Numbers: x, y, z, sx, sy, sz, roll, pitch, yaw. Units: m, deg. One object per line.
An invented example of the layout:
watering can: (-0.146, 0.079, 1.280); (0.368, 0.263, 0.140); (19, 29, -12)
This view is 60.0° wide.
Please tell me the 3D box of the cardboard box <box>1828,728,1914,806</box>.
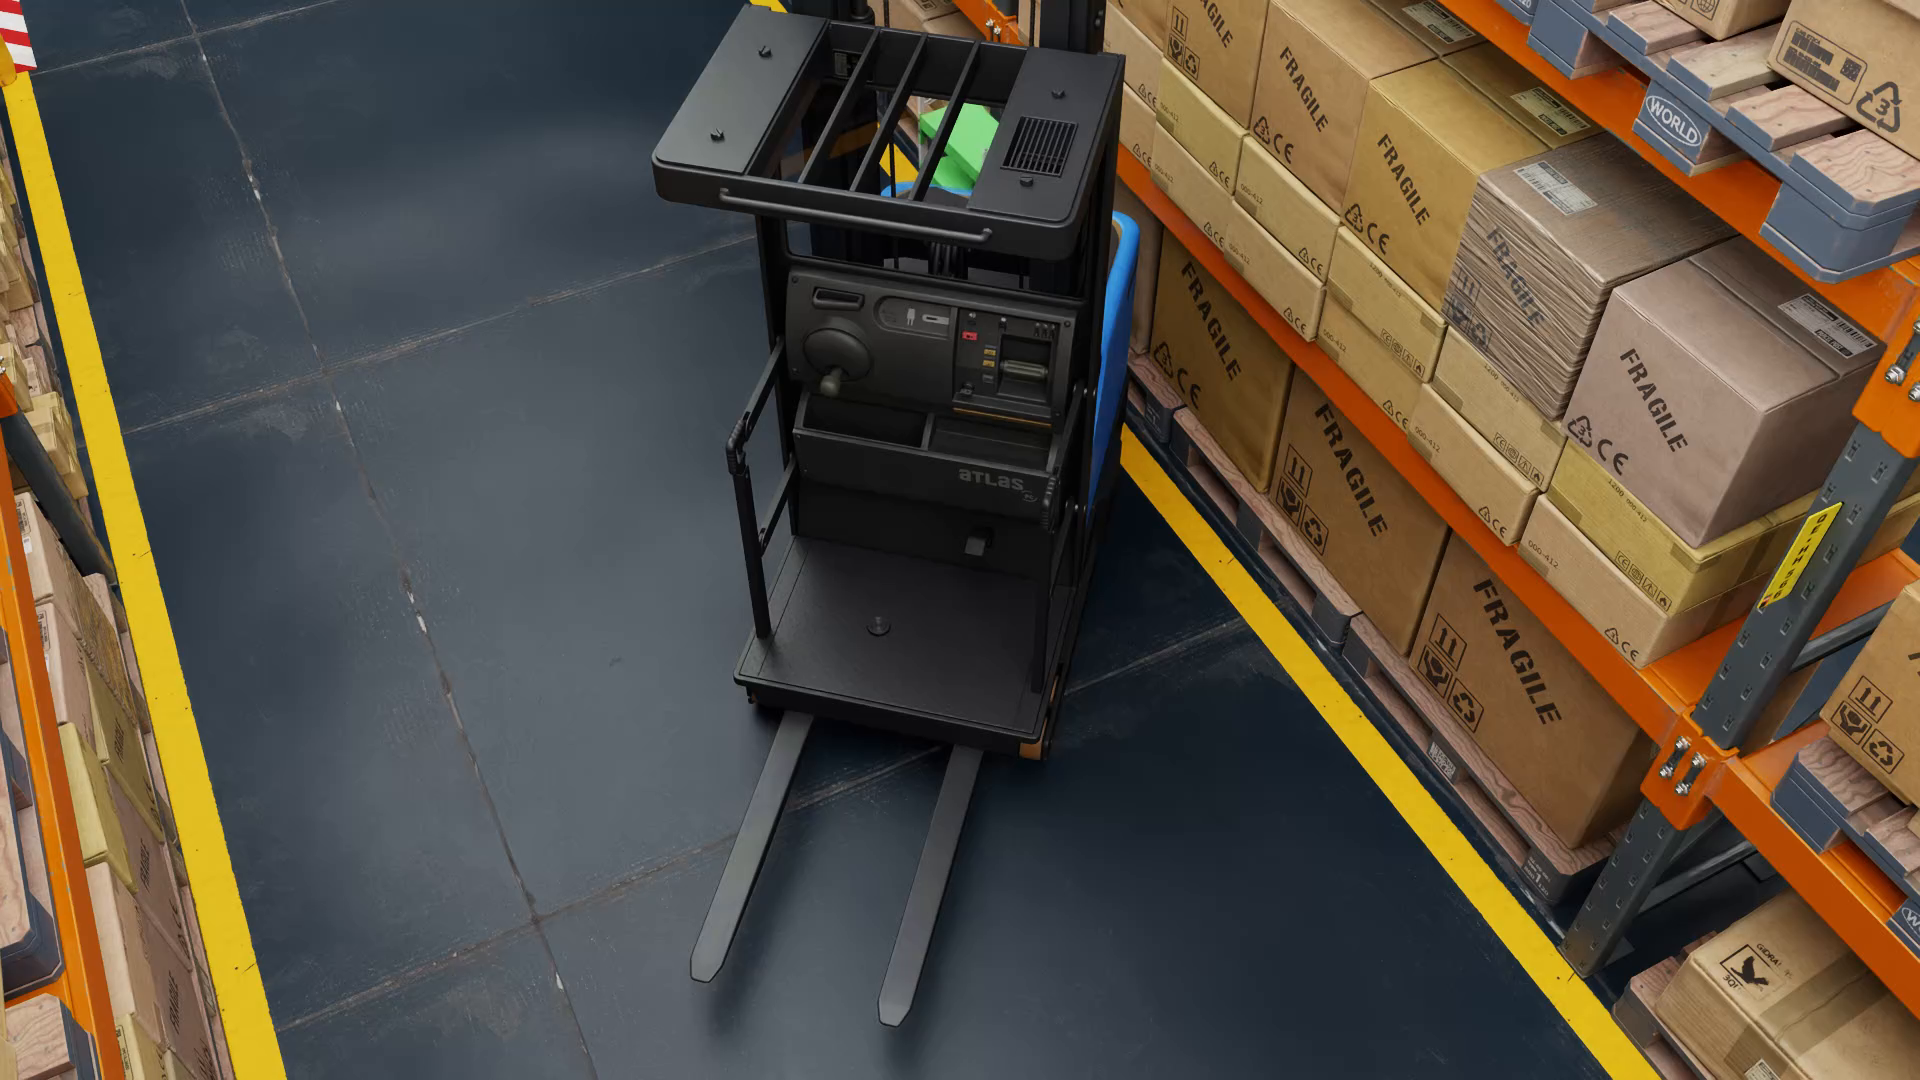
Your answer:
cardboard box: (2.415, 0.454, 4.141); (0.380, 0.149, 0.250); (-24, 53, -20)

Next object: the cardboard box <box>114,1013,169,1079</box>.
cardboard box: (-2.256, 1.554, 4.174); (0.500, 0.250, 0.500); (-22, 52, -18)

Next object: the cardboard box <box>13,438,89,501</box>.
cardboard box: (-3.635, -0.231, 6.467); (0.380, 0.149, 0.250); (-23, 53, -19)

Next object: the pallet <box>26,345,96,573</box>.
pallet: (-4.093, -0.196, 6.674); (1.003, 0.211, 1.213); (-21, 52, -18)

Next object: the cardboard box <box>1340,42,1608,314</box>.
cardboard box: (1.499, -1.066, 4.851); (0.500, 0.500, 0.500); (-21, 52, -17)

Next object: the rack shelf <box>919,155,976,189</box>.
rack shelf: (0.066, -1.415, 6.849); (0.258, 0.148, 0.480); (-25, 53, -20)

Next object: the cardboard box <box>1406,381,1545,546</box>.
cardboard box: (1.721, -0.309, 5.019); (0.500, 0.250, 0.500); (-20, 52, -17)

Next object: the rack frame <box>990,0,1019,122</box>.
rack frame: (0.601, -2.450, 6.792); (1.000, 3.000, 0.127); (-21, 52, -18)

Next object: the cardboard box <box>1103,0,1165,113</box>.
cardboard box: (0.815, -1.834, 6.021); (0.500, 0.250, 0.500); (-20, 52, -17)

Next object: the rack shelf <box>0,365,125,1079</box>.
rack shelf: (-2.839, 0.898, 4.342); (1.077, 0.370, 4.000); (-21, 52, -18)

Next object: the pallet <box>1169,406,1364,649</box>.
pallet: (1.583, -0.224, 6.698); (1.003, 0.211, 1.213); (-21, 52, -18)

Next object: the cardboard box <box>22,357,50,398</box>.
cardboard box: (-3.917, -0.558, 6.753); (0.380, 0.149, 0.250); (-21, 52, -18)

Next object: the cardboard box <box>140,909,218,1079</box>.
cardboard box: (-2.493, 1.446, 4.766); (0.500, 0.500, 0.500); (-22, 53, -18)

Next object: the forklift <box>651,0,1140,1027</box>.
forklift: (-0.151, -0.504, 5.136); (1.130, 2.935, 3.031); (10, 50, 9)

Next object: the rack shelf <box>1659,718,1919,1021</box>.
rack shelf: (3.346, 1.803, 3.551); (1.077, 0.370, 4.000); (-21, 52, -18)

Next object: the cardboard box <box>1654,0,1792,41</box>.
cardboard box: (1.809, -1.528, 3.648); (0.700, 0.500, 0.500); (-24, 53, -19)

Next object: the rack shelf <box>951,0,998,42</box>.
rack shelf: (-0.314, -3.551, 8.234); (1.077, 0.370, 4.000); (-21, 52, -18)

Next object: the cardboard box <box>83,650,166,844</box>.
cardboard box: (-2.957, 0.760, 5.367); (0.500, 0.500, 0.500); (-22, 52, -18)

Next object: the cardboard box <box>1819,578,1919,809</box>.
cardboard box: (2.431, 0.339, 3.810); (0.500, 0.500, 0.500); (-23, 53, -19)

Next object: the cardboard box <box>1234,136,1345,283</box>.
cardboard box: (1.256, -1.149, 5.423); (0.500, 0.250, 0.500); (-23, 53, -19)

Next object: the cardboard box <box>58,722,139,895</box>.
cardboard box: (-2.711, 0.870, 4.773); (0.500, 0.250, 0.500); (-23, 53, -19)

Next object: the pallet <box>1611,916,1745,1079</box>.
pallet: (2.788, 1.669, 5.043); (1.003, 0.211, 1.213); (-21, 52, -18)

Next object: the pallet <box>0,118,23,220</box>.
pallet: (-5.210, -1.829, 8.102); (1.003, 0.211, 1.213); (-21, 52, -18)

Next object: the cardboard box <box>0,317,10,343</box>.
cardboard box: (-4.096, -0.798, 6.765); (0.380, 0.149, 0.250); (-24, 53, -19)

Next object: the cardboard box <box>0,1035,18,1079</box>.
cardboard box: (-2.196, 1.216, 3.475); (0.380, 0.149, 0.250); (-19, 51, -16)

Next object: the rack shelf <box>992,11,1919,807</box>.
rack shelf: (1.516, -0.874, 5.892); (1.077, 0.370, 4.000); (-21, 52, -18)

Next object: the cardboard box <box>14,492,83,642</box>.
cardboard box: (-3.189, 0.172, 5.383); (0.500, 0.250, 0.500); (-22, 53, -18)

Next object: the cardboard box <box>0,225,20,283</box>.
cardboard box: (-4.260, -1.181, 7.100); (0.380, 0.149, 0.250); (-22, 52, -18)

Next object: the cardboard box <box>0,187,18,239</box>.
cardboard box: (-4.502, -1.430, 7.515); (0.380, 0.149, 0.250); (-20, 52, -17)

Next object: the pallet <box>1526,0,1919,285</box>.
pallet: (2.089, -1.110, 3.754); (1.213, 0.211, 1.003); (-19, 51, -16)

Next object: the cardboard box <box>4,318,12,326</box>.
cardboard box: (-4.232, -0.878, 7.033); (0.380, 0.149, 0.250); (-23, 53, -19)

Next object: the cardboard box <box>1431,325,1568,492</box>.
cardboard box: (1.746, -0.466, 4.825); (0.500, 0.250, 0.500); (-22, 53, -18)

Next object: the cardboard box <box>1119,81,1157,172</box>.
cardboard box: (0.806, -1.669, 6.209); (0.500, 0.250, 0.500); (-22, 52, -18)

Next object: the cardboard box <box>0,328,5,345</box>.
cardboard box: (-3.961, -0.732, 6.509); (0.380, 0.149, 0.250); (-22, 52, -18)

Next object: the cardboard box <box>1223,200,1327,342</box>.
cardboard box: (1.247, -0.983, 5.609); (0.500, 0.250, 0.500); (-22, 52, -18)

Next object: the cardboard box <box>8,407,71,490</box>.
cardboard box: (-3.636, -0.327, 6.354); (0.380, 0.149, 0.250); (-19, 51, -16)

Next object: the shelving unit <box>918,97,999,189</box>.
shelving unit: (0.066, -1.299, 6.981); (0.258, 1.200, 0.503); (-25, 53, -20)

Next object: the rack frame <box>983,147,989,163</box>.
rack frame: (0.194, -1.142, 6.845); (0.240, 1.200, 0.015); (-25, 53, -20)

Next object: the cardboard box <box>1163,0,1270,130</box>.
cardboard box: (1.031, -1.751, 5.450); (0.500, 0.500, 0.500); (-22, 52, -18)

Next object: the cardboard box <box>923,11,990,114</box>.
cardboard box: (0.409, -2.202, 7.999); (0.875, 0.438, 0.875); (-22, 52, -18)

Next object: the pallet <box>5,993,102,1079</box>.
pallet: (-2.345, 1.623, 3.358); (1.213, 0.211, 1.003); (-21, 52, -18)

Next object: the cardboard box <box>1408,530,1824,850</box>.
cardboard box: (2.189, 0.298, 5.522); (0.875, 0.875, 0.875); (-22, 52, -18)

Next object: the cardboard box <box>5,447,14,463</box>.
cardboard box: (-3.728, -0.374, 6.197); (0.380, 0.149, 0.250); (-19, 52, -16)

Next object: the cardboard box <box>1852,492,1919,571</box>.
cardboard box: (2.431, -0.137, 4.870); (0.500, 0.250, 0.500); (-22, 52, -18)

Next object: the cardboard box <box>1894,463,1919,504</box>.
cardboard box: (2.419, -0.312, 4.690); (0.500, 0.250, 0.500); (-22, 52, -18)

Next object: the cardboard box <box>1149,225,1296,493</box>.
cardboard box: (1.376, -0.899, 6.569); (0.875, 0.875, 0.875); (-20, 52, -16)

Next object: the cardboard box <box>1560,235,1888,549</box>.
cardboard box: (1.962, -0.391, 4.261); (0.500, 0.500, 0.500); (-22, 53, -18)

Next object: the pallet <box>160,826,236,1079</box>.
pallet: (-2.834, 1.579, 5.121); (1.003, 0.211, 1.213); (-21, 52, -18)

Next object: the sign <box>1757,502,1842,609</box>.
sign: (1.939, 0.040, 3.846); (0.100, 0.325, 0.005); (-21, 52, -18)

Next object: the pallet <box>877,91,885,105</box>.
pallet: (-0.240, -2.885, 9.026); (1.003, 0.211, 1.213); (-21, 52, -18)
